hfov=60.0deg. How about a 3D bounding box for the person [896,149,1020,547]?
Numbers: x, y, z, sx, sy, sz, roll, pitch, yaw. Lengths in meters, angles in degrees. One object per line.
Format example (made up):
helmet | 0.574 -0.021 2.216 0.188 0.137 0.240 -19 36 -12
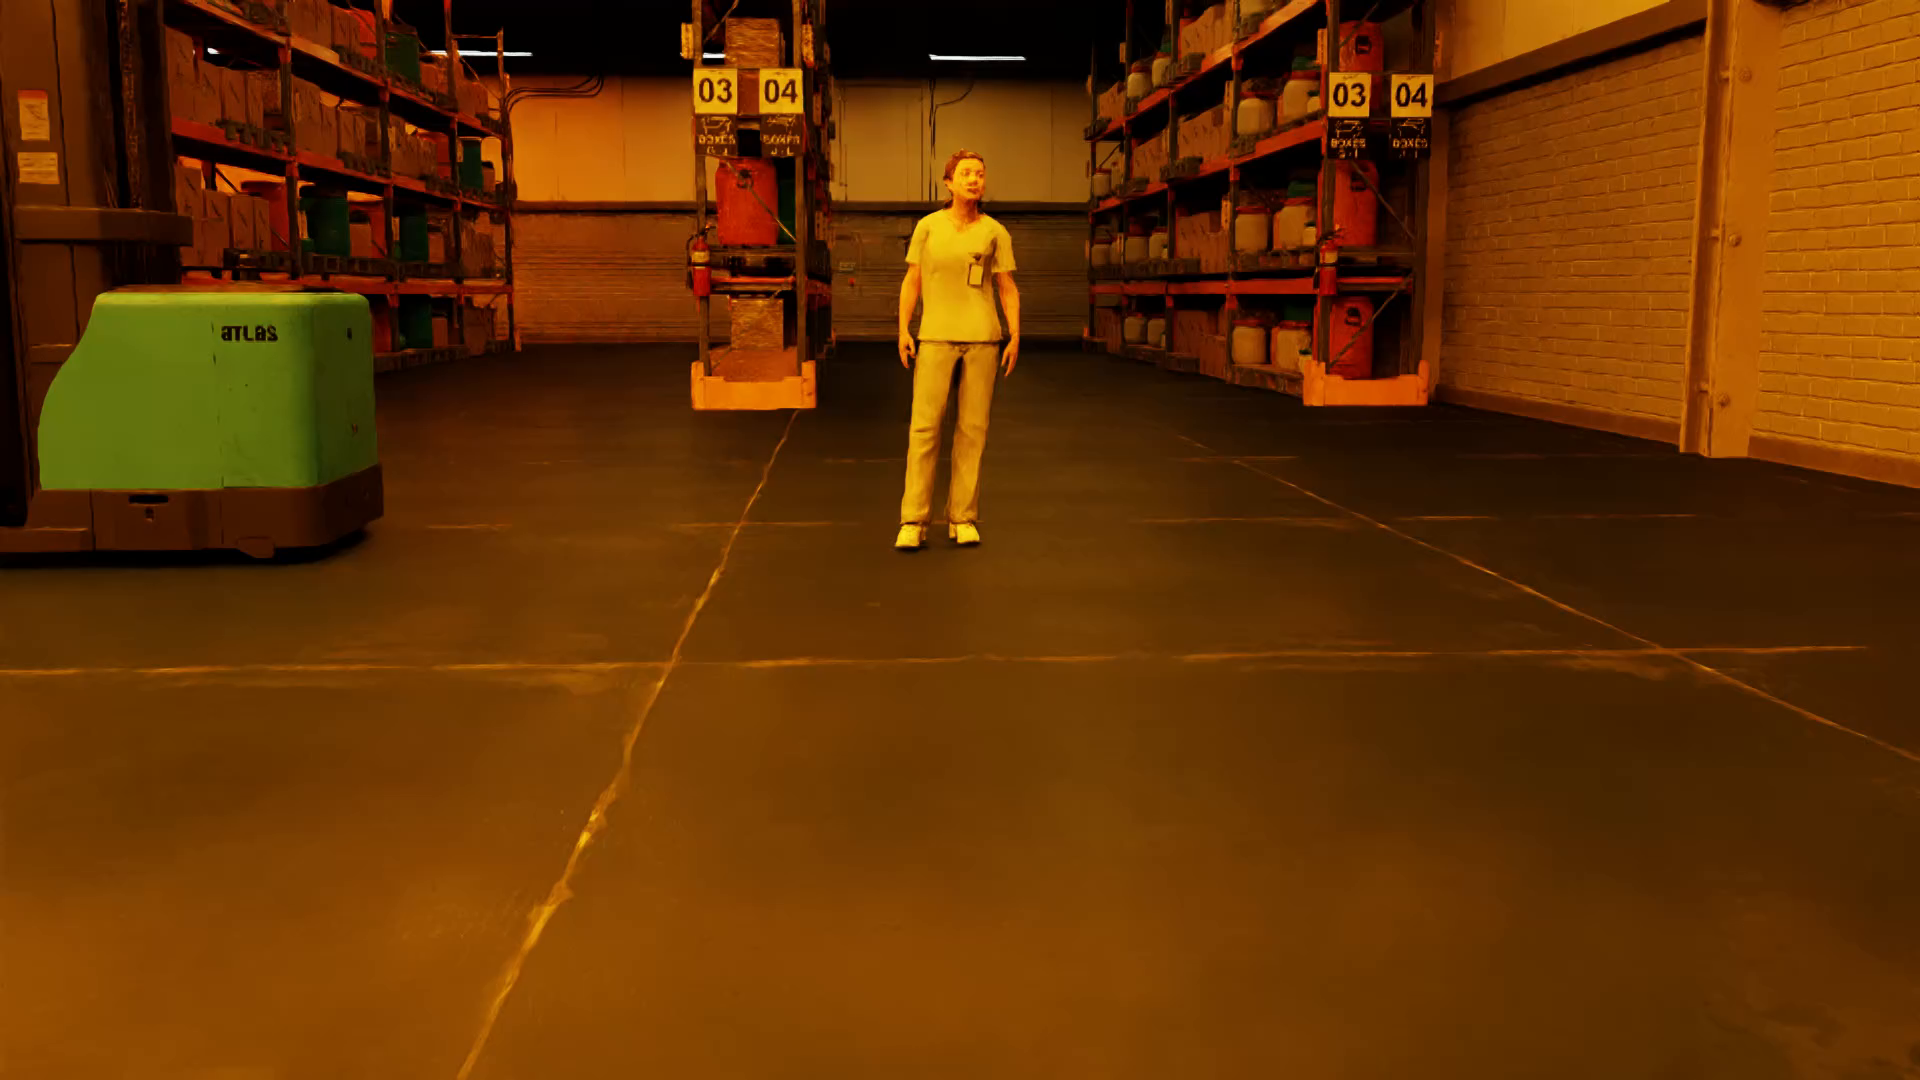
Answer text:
person | -0.009 -0.825 7.112 0.550 1.674 0.548 -1 8 -4

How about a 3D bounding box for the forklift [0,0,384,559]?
forklift | -4.095 -1.408 6.814 3.031 2.935 1.130 -1 8 -5
